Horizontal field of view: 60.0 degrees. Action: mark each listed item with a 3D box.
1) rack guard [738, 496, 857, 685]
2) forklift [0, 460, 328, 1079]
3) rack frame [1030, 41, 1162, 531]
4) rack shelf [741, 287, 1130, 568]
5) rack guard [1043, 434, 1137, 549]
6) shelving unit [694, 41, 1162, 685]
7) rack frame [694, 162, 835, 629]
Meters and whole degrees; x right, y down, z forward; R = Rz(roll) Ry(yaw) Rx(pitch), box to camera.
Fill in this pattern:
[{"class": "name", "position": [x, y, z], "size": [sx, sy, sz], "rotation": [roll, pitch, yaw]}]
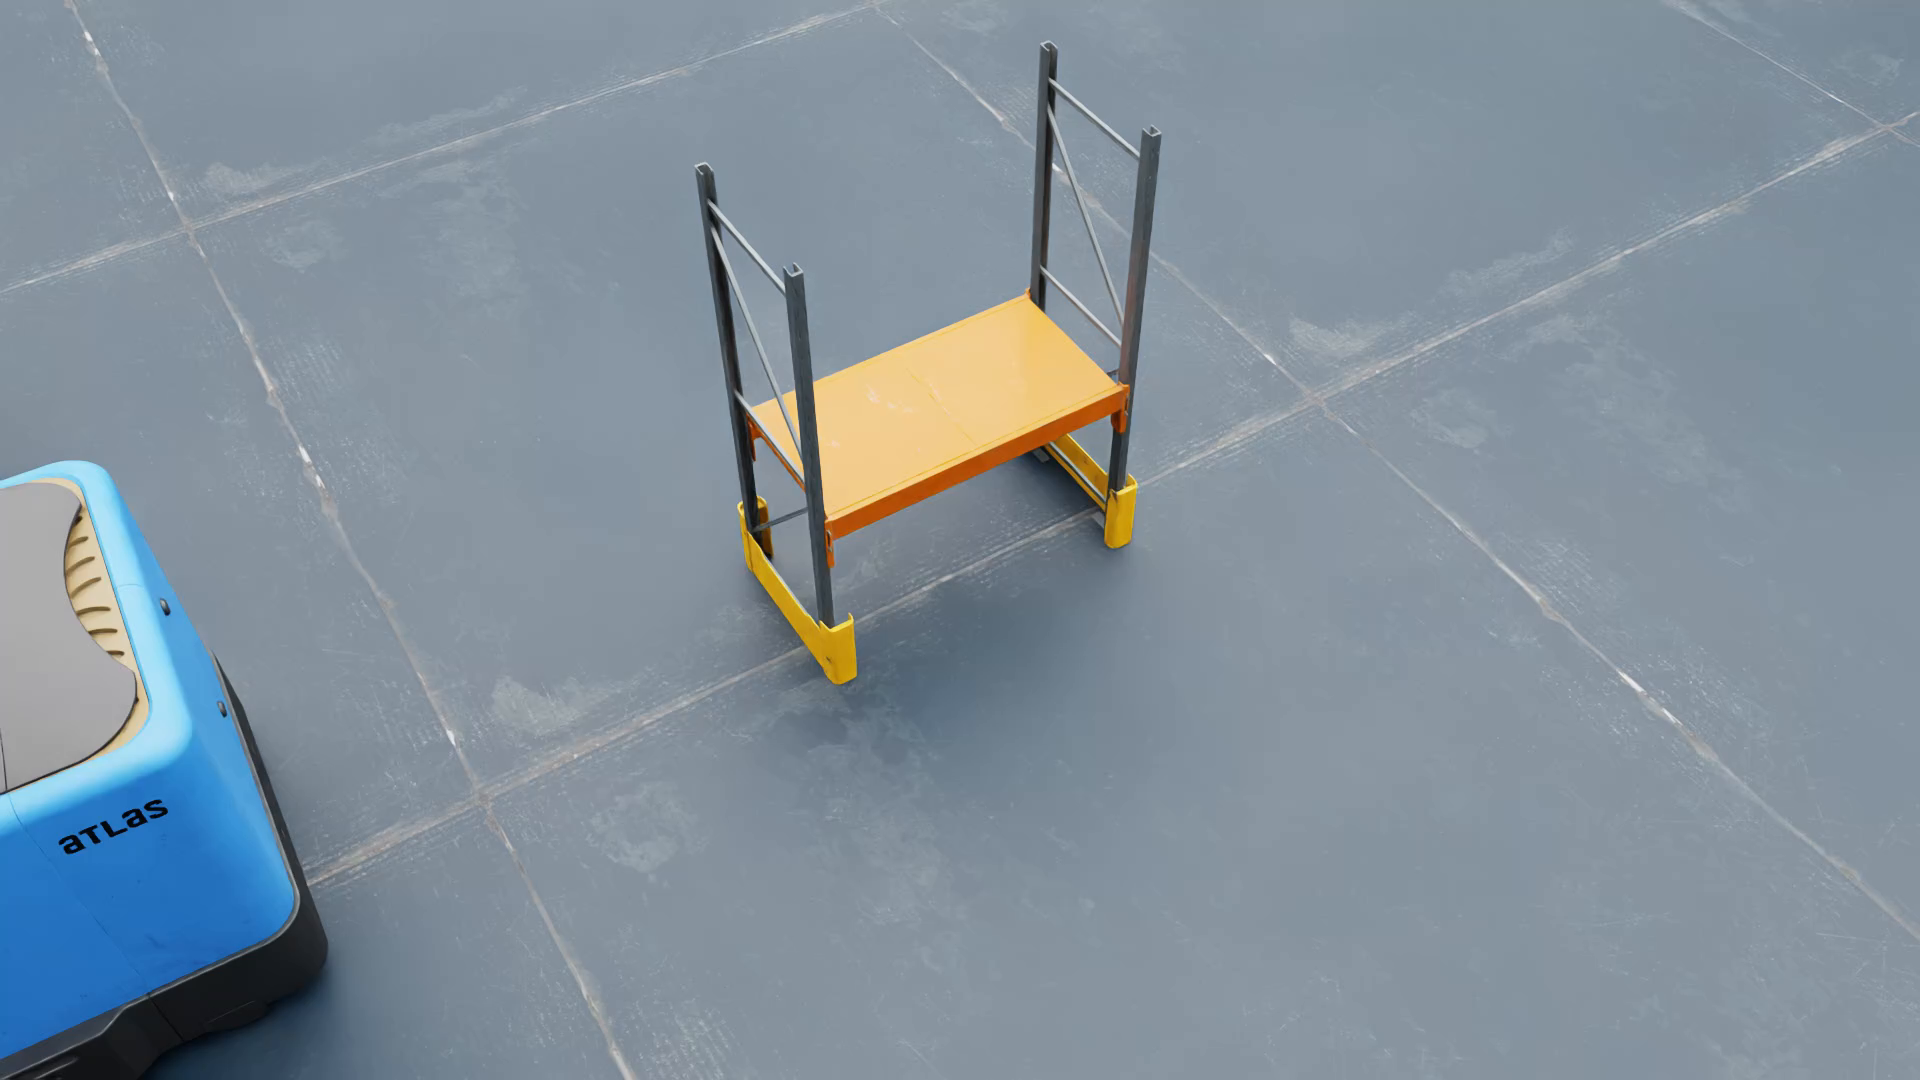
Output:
[{"class": "rack guard", "position": [-0.486, 0.146, 4.953], "size": [0.087, 0.250, 0.587], "rotation": [-25, 53, -21]}, {"class": "forklift", "position": [-3.139, 0.388, 2.942], "size": [3.031, 2.935, 1.130], "rotation": [-23, 52, -20]}, {"class": "rack frame", "position": [0.358, -0.667, 4.840], "size": [0.032, 1.500, 0.500], "rotation": [-25, 53, -21]}, {"class": "rack shelf", "position": [-0.072, -0.345, 4.794], "size": [1.000, 0.185, 0.538], "rotation": [-25, 53, -21]}, {"class": "rack guard", "position": [0.357, -0.251, 5.306], "size": [0.087, 0.250, 0.587], "rotation": [-25, 53, -21]}, {"class": "shelving unit", "position": [-0.064, -0.468, 4.663], "size": [1.083, 1.500, 0.587], "rotation": [-25, 53, -21]}, {"class": "rack frame", "position": [-0.502, -0.262, 4.479], "size": [0.032, 1.500, 0.500], "rotation": [-25, 53, -21]}]
